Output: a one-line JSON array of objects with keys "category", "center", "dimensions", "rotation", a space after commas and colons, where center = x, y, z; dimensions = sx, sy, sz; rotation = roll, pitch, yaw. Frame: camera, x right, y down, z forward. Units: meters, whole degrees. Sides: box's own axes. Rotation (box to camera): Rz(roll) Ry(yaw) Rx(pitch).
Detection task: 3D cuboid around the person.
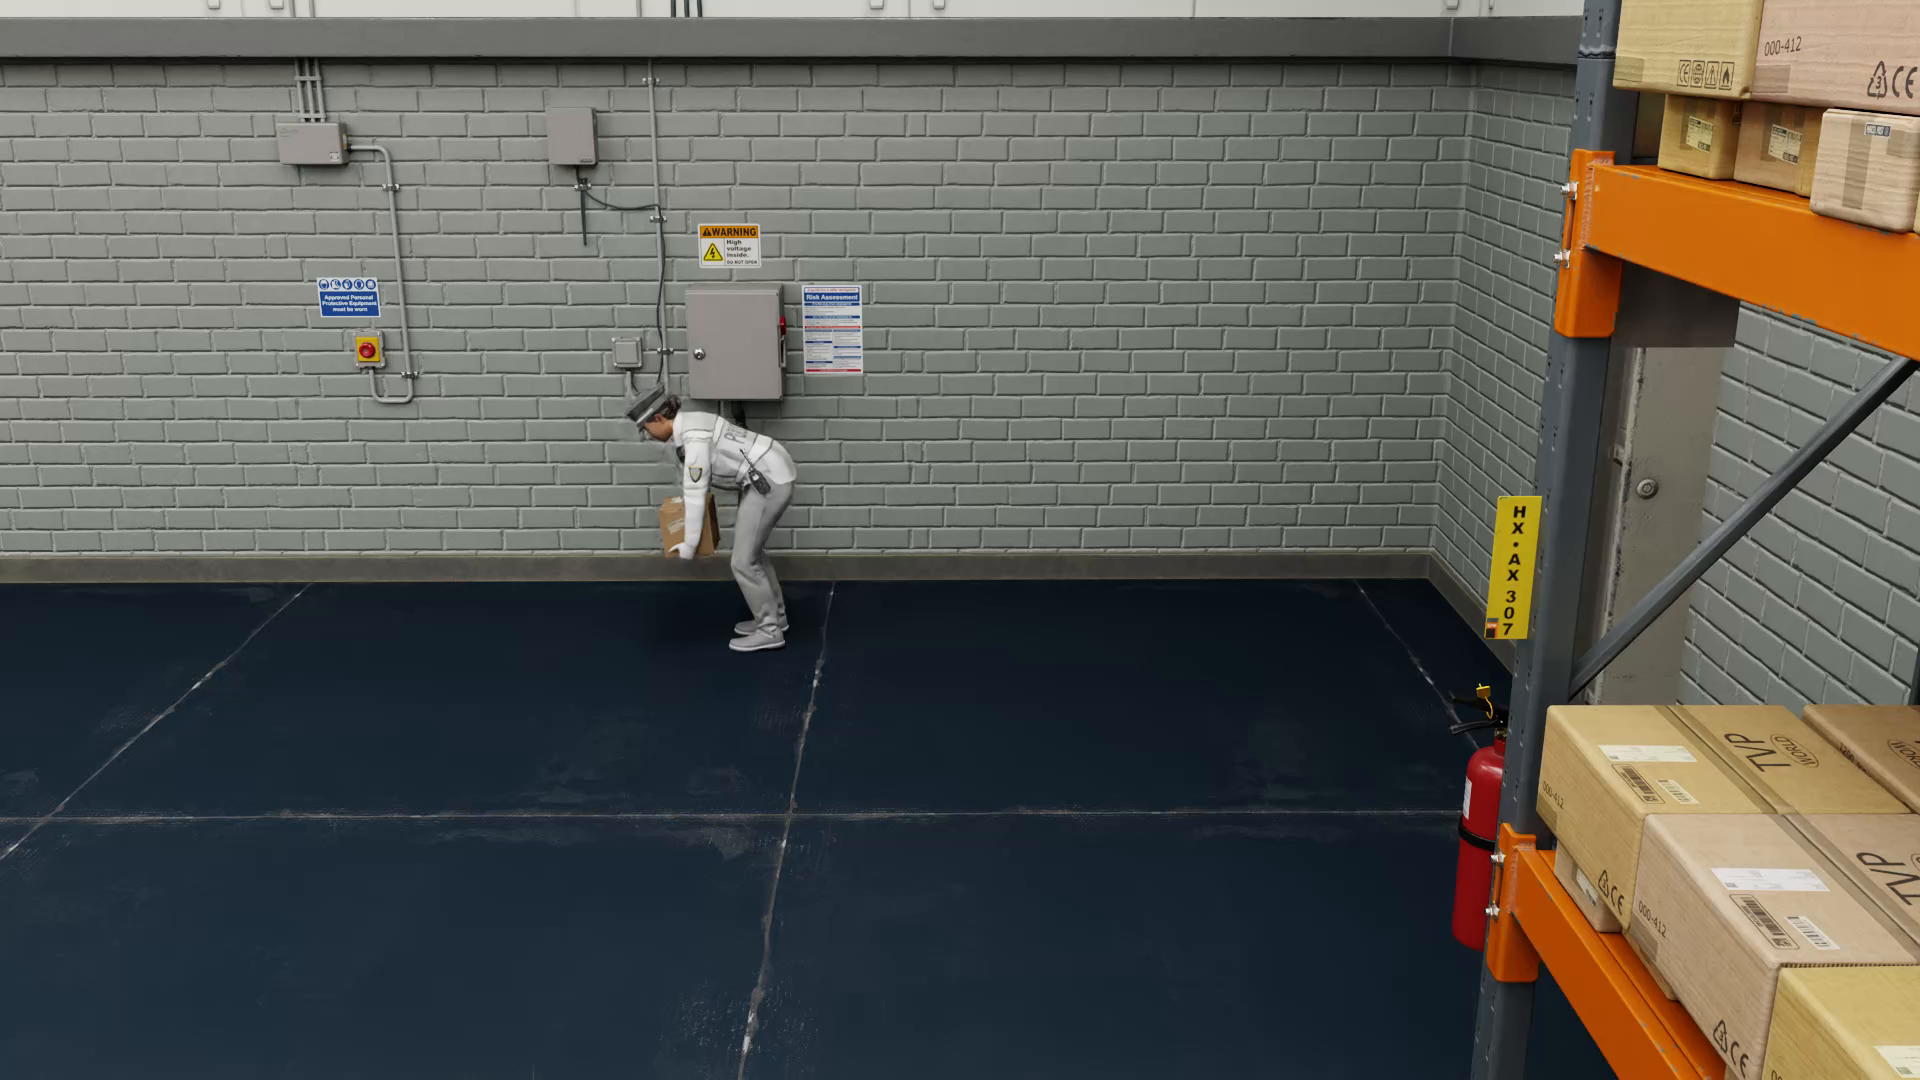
[{"category": "person", "center": [-1.150, 0.017, 8.498], "dimensions": [0.641, 1.073, 0.401], "rotation": [-1, 17, -2]}]
